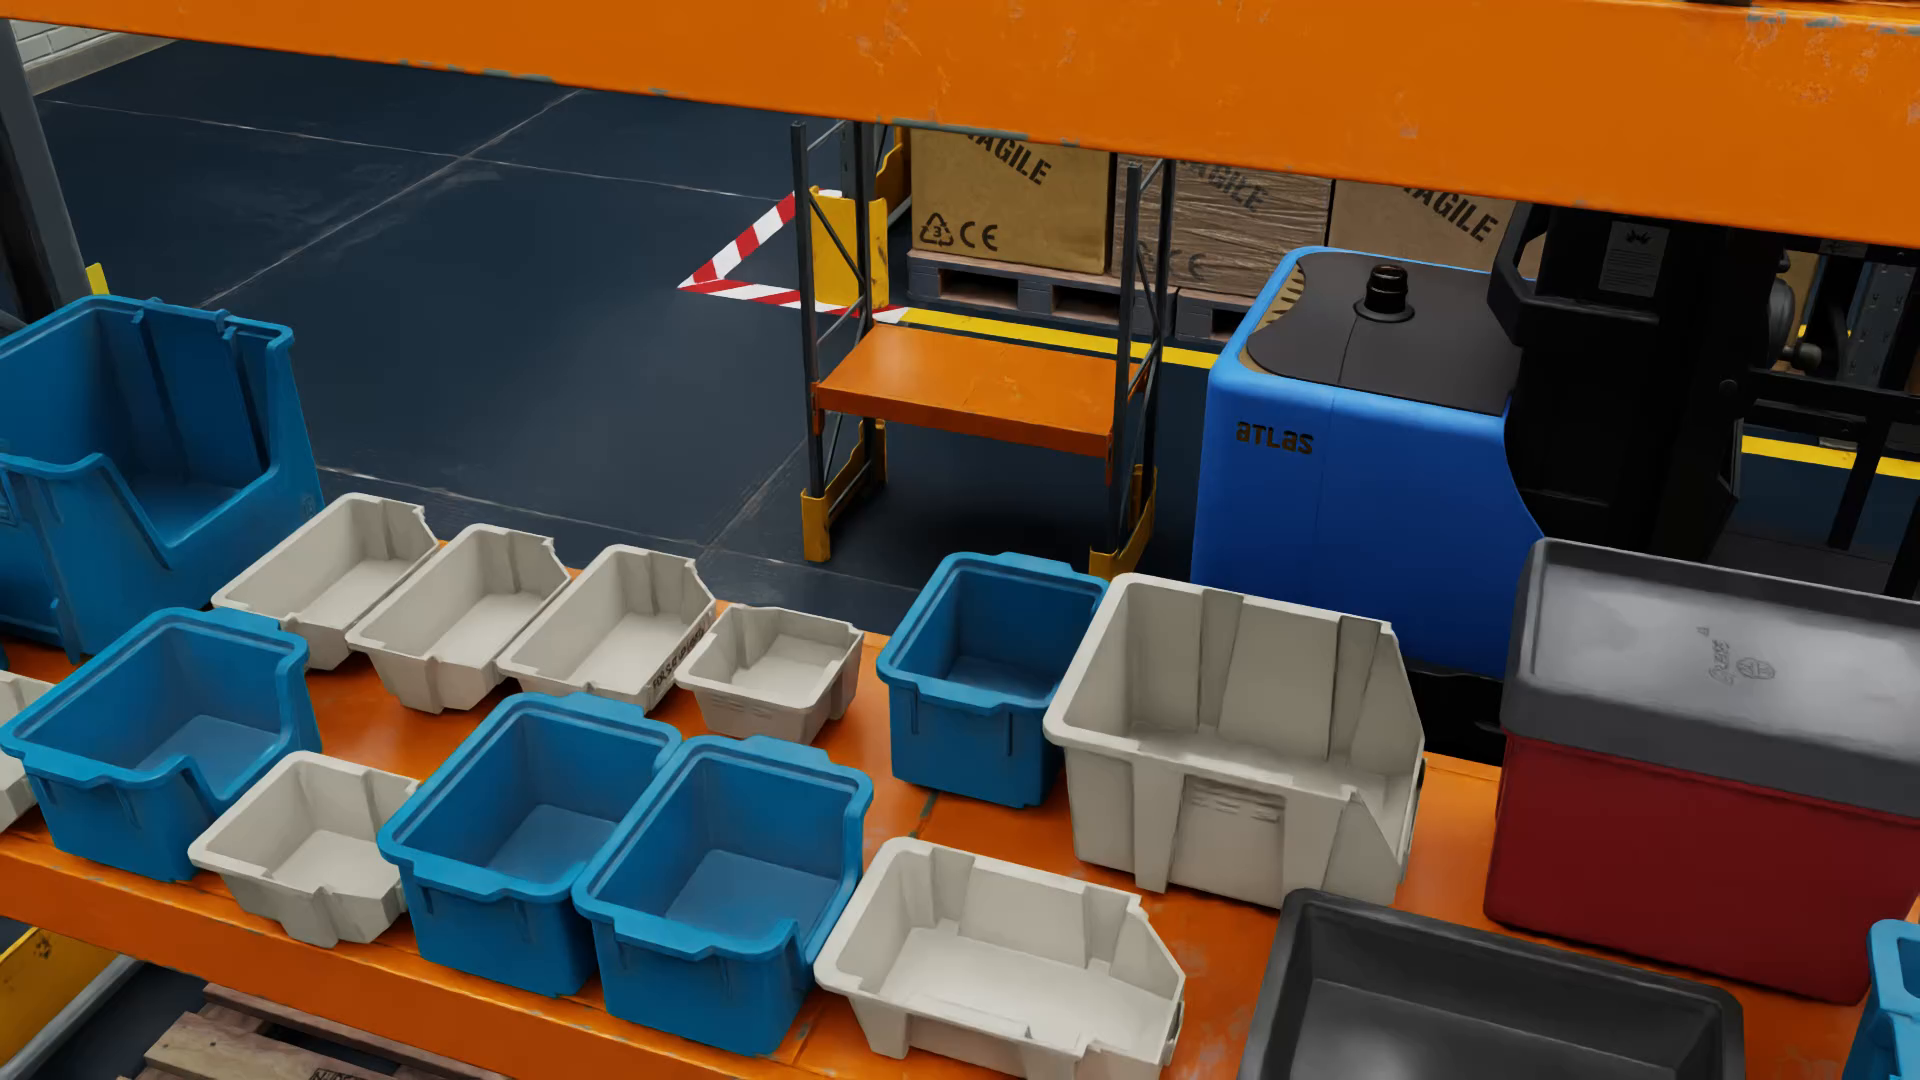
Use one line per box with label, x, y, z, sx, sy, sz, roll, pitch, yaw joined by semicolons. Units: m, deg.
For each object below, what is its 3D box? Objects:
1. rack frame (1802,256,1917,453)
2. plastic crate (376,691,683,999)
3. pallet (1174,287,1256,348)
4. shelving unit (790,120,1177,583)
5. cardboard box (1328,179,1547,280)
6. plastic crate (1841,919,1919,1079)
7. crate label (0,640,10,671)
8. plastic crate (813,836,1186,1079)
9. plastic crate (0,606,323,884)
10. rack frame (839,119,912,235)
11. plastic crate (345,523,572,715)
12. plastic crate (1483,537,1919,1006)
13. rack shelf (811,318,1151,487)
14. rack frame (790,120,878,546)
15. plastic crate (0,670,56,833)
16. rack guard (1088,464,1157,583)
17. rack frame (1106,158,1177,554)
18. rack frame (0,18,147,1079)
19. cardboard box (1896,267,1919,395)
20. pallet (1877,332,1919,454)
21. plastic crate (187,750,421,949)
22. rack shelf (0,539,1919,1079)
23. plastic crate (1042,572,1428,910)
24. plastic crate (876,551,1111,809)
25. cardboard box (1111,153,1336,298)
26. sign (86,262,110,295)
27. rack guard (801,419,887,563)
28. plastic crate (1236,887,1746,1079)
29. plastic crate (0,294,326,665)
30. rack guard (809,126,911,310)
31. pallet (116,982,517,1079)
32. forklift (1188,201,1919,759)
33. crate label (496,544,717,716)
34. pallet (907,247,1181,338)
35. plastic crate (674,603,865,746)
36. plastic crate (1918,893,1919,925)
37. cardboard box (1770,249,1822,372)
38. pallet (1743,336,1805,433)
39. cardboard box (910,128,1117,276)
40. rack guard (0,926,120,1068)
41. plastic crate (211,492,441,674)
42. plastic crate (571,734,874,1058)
rack frame;3.479;-1.854;5.857;0.127;3.000;1.000;11;34;16
plastic crate;-0.597;0.442;2.399;0.300;0.233;0.416;11;34;16
pallet;1.637;-1.084;7.235;1.213;0.211;1.003;11;34;16
shelving unit;0.072;-0.616;5.322;1.083;1.500;0.587;11;34;16
cardboard box;2.037;-1.464;6.824;0.875;0.875;0.875;11;34;16
plastic crate;1.253;0.745;1.790;0.575;0.384;0.392;11;34;16
crate label;-1.836;0.201;2.772;0.303;0.233;0.416;11;34;16
plastic crate;0.067;0.595;2.251;0.466;0.136;0.293;11;34;16
plastic crate;-1.216;0.322;2.585;0.300;0.233;0.416;11;34;16
rack frame;-0.287;-2.586;6.990;0.127;3.000;1.000;11;34;16
plastic crate;-0.861;0.146;2.947;0.243;0.136;0.396;11;34;16
plastic crate;1.052;0.331;2.357;0.583;0.464;0.402;11;34;16
rack shelf;0.080;-0.463;5.417;1.000;0.185;0.538;11;34;16
rack frame;-0.398;-0.708;5.463;0.032;1.500;0.500;11;34;16
plastic crate;-1.562;0.343;2.642;0.298;0.136;0.250;11;34;16
rack guard;0.541;0.000;5.519;0.087;0.250;0.587;11;34;16
rack frame;0.559;-0.521;5.175;0.032;1.500;0.500;11;34;16
rack frame;-1.957;-0.057;3.073;0.127;3.000;1.000;11;34;16
cardboard box;4.088;-1.031;6.153;0.875;0.875;1.225;11;34;17
pallet;4.231;-0.580;6.454;1.213;0.211;1.003;11;34;16
plastic crate;-0.924;0.467;2.449;0.298;0.136;0.250;11;34;16
rack shelf;-0.075;0.611;2.701;4.000;0.370;1.077;11;34;16
plastic crate;0.433;0.326;2.534;0.530;0.282;0.437;11;34;16
plastic crate;0.062;0.233;2.723;0.300;0.233;0.416;11;34;16
cardboard box;1.200;-1.627;7.077;0.875;0.875;0.875;11;34;16
sign;-1.787;-0.410;3.469;0.005;0.325;0.100;11;34;16
rack guard;-0.397;-0.182;5.802;0.087;0.250;0.587;11;34;16
plastic crate;0.664;0.698;2.103;0.590;0.125;0.437;11;34;16
plastic crate;-1.579;-0.131;3.100;0.499;0.435;0.616;11;34;16
rack guard;-0.309;-1.541;7.675;0.348;0.500;1.175;11;34;16
pallet;-1.194;1.285;3.565;1.213;0.211;1.003;11;34;16
forklift;2.230;-0.717;4.159;3.031;2.935;1.130;13;35;19
crate label;-0.590;0.184;2.887;0.243;0.136;0.396;11;34;16
pallet;0.493;-1.308;7.582;1.213;0.211;1.003;11;34;16
plastic crate;-0.305;0.229;2.818;0.250;0.136;0.298;11;34;16
plastic crate;1.418;0.602;2.240;0.243;0.136;0.396;11;34;16
cardboard box;2.885;-1.300;6.569;0.875;0.875;0.875;11;34;16
pallet;2.790;-0.862;6.890;1.213;0.211;1.003;11;34;16
cardboard box;0.343;-1.794;7.335;0.875;0.875;0.875;11;34;16
rack guard;-1.984;0.995;3.748;0.348;0.500;1.175;11;34;16
plastic crate;-1.129;0.085;3.040;0.243;0.136;0.396;11;34;16
plastic crate;-0.314;0.497;2.314;0.300;0.233;0.416;11;34;16
